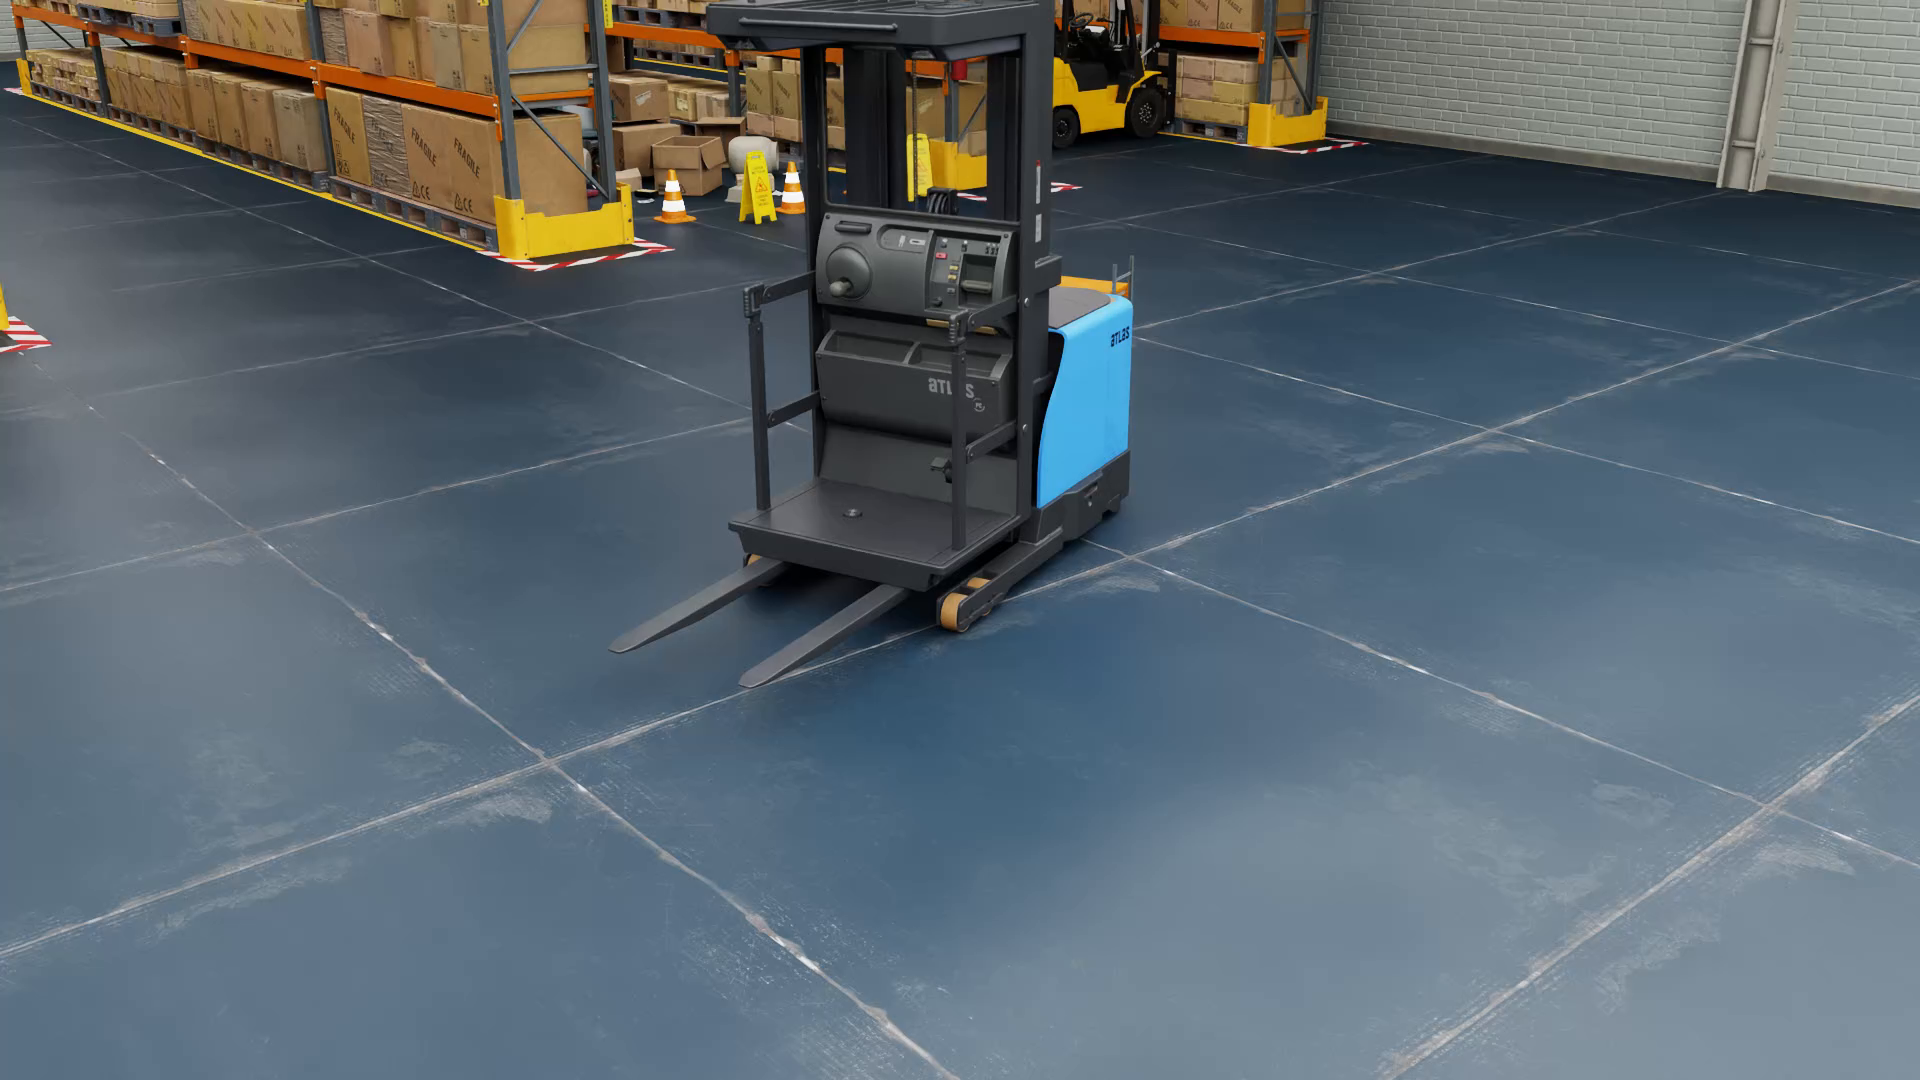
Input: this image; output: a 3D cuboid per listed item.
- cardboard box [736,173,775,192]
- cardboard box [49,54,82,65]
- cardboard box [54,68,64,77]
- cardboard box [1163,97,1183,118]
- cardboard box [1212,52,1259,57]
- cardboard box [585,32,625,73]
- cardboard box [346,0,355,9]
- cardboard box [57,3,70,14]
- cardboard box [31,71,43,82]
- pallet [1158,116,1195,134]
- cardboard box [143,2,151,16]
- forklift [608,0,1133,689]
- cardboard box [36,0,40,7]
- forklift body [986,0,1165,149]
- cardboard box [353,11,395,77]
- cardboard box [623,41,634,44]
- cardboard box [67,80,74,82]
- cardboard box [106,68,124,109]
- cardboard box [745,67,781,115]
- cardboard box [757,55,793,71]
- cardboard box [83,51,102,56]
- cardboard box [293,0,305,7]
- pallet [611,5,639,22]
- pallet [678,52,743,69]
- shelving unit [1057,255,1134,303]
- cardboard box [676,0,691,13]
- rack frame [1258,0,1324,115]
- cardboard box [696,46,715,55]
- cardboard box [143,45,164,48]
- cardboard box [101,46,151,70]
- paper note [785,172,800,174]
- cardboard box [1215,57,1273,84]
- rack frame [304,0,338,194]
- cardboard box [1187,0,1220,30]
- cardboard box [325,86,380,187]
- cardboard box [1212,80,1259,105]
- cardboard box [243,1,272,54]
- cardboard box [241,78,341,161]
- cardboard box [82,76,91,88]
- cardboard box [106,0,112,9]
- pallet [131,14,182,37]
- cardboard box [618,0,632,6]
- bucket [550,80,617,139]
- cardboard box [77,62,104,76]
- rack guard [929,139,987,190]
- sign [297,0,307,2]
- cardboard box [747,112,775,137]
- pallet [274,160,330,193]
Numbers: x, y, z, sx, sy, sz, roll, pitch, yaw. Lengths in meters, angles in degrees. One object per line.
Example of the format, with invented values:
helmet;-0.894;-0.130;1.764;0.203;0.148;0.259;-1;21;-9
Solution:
cardboard box;-2.124;-3.700;17.226;0.380;0.149;0.250;-4;22;-10
cardboard box;-13.045;-7.004;24.272;0.380;0.149;0.250;-16;27;-35
cardboard box;-13.026;-6.878;24.357;0.380;0.149;0.250;-19;28;-40
cardboard box;2.836;-5.579;21.308;0.500;0.250;0.500;-17;27;-37
cardboard box;3.520;-6.025;21.076;0.500;0.250;0.500;-17;27;-37
cardboard box;-5.348;-6.773;23.501;0.875;0.875;0.875;-18;28;-38
cardboard box;-5.372;-5.383;15.929;0.875;0.550;0.550;-17;27;-37
cardboard box;-12.349;-7.440;23.210;0.380;0.149;0.250;-19;28;-40
cardboard box;-13.767;-7.007;25.095;0.380;0.149;0.250;-17;27;-36
pallet;2.696;-5.569;21.912;1.003;0.211;1.213;-17;27;-37
cardboard box;-9.475;-6.324;19.787;0.380;0.149;0.250;-18;27;-38
forklift;-0.307;-1.165;6.939;1.130;2.935;3.031;12;24;27
cardboard box;-13.298;-7.889;24.358;0.380;0.149;0.250;-16;26;-35
forklift body;1.400;-6.023;20.413;2.313;2.155;1.214;-17;27;-37
cardboard box;-5.144;-4.692;15.644;0.875;0.550;0.550;-17;27;-37
cardboard box;-6.097;-9.591;31.205;0.797;0.503;0.637;-19;28;-39
cardboard box;-12.565;-6.525;23.862;0.380;0.149;0.250;-17;27;-36
cardboard box;-10.974;-6.019;22.091;0.500;0.500;0.500;-16;27;-35
cardboard box;-2.169;-5.288;19.539;0.500;0.500;0.500;-16;26;-35
cardboard box;-2.133;-5.542;19.296;0.380;0.149;0.250;-17;27;-37
cardboard box;-12.822;-7.208;24.793;0.380;0.149;0.250;-19;28;-39
cardboard box;-6.362;-5.693;16.897;0.700;0.500;0.500;-18;28;-38
pallet;-4.415;-7.095;22.250;1.213;0.211;1.003;-17;27;-37
pallet;-4.261;-8.536;29.488;1.003;0.211;1.213;-17;27;-37
shelving unit;0.594;-0.870;8.559;0.503;1.200;0.258;11;24;26
cardboard box;-3.249;-6.546;20.353;0.380;0.149;0.250;-18;28;-38
rack frame;4.019;-6.329;20.029;1.000;3.000;0.127;-17;27;-37
cardboard box;-4.400;-8.596;29.152;0.380;0.149;0.250;-18;28;-39
cardboard box;-10.578;-6.490;22.265;0.500;0.250;0.500;-18;28;-39
cardboard box;-10.973;-6.369;21.955;0.500;0.250;0.500;-19;28;-40
paper note;-1.845;-4.021;18.209;0.148;0.019;0.142;12;24;27
cardboard box;3.483;-5.762;20.407;0.500;0.250;0.500;-16;27;-36
rack frame;-6.034;-5.045;16.751;1.000;3.000;0.127;-17;27;-37
cardboard box;3.168;-6.594;20.570;0.500;0.500;0.500;-16;27;-36
cardboard box;-5.676;-4.061;16.576;0.875;0.875;0.875;-17;27;-37
cardboard box;3.465;-5.537;20.516;0.500;0.250;0.500;-18;28;-38
cardboard box;-7.236;-5.451;17.652;0.500;0.500;0.500;-17;27;-37
cardboard box;-7.134;-4.610;18.151;1.050;0.750;0.750;-17;27;-37
cardboard box;-11.888;-6.345;22.996;0.380;0.149;0.250;-19;28;-40
cardboard box;-10.490;-6.756;20.889;0.380;0.149;0.250;-18;28;-38
pallet;-9.190;-6.232;20.046;1.213;0.211;1.003;-17;27;-37
cardboard box;-4.206;-6.999;21.510;0.380;0.149;0.250;-16;26;-34
bucket;-4.198;-4.740;18.377;0.726;0.611;0.620;-8;13;-19
cardboard box;-12.050;-6.565;23.150;0.380;0.149;0.250;-18;28;-38
rack guard;0.212;-4.003;17.519;1.175;0.500;0.348;-17;27;-37
sign;-6.438;-5.415;16.218;0.100;0.325;0.005;-17;27;-37
cardboard box;-2.169;-4.939;19.676;0.500;0.250;0.500;-19;28;-40
pallet;-6.594;-3.942;17.758;1.003;0.211;1.213;-17;27;-37
